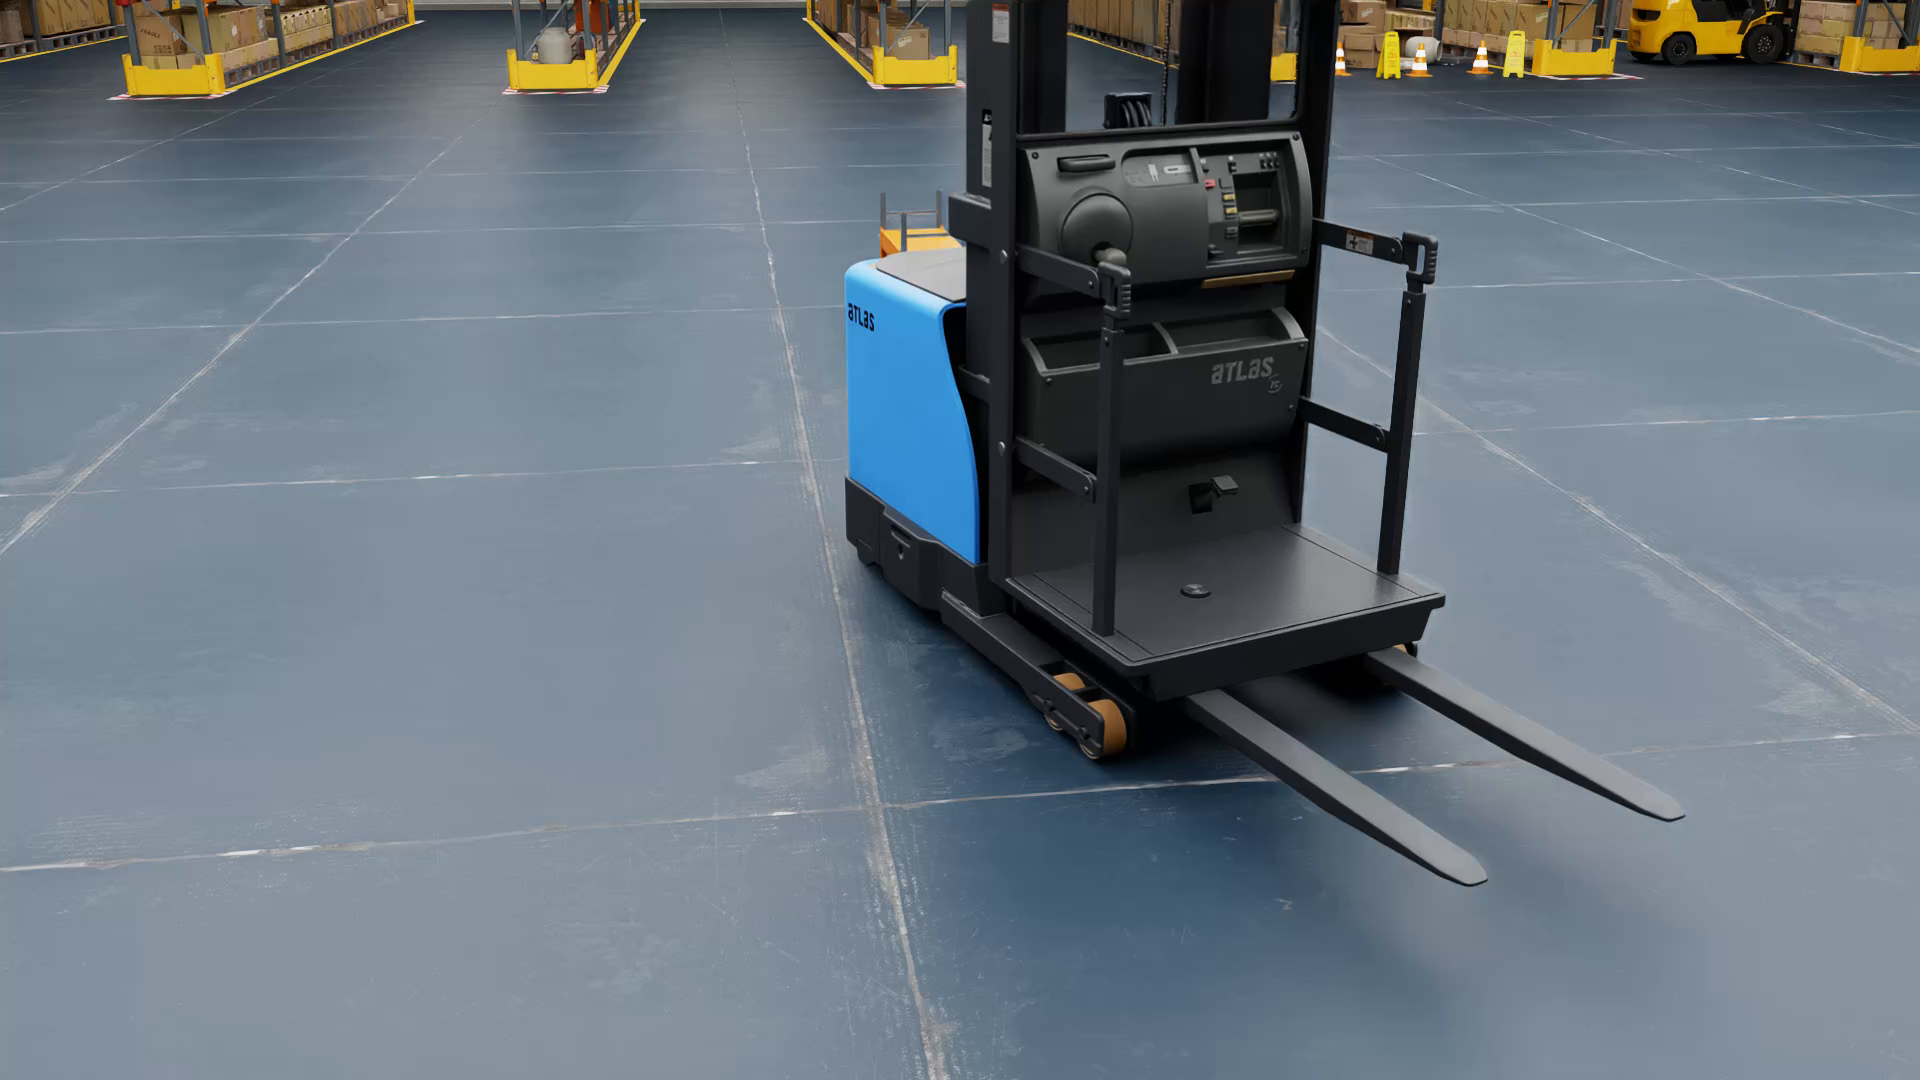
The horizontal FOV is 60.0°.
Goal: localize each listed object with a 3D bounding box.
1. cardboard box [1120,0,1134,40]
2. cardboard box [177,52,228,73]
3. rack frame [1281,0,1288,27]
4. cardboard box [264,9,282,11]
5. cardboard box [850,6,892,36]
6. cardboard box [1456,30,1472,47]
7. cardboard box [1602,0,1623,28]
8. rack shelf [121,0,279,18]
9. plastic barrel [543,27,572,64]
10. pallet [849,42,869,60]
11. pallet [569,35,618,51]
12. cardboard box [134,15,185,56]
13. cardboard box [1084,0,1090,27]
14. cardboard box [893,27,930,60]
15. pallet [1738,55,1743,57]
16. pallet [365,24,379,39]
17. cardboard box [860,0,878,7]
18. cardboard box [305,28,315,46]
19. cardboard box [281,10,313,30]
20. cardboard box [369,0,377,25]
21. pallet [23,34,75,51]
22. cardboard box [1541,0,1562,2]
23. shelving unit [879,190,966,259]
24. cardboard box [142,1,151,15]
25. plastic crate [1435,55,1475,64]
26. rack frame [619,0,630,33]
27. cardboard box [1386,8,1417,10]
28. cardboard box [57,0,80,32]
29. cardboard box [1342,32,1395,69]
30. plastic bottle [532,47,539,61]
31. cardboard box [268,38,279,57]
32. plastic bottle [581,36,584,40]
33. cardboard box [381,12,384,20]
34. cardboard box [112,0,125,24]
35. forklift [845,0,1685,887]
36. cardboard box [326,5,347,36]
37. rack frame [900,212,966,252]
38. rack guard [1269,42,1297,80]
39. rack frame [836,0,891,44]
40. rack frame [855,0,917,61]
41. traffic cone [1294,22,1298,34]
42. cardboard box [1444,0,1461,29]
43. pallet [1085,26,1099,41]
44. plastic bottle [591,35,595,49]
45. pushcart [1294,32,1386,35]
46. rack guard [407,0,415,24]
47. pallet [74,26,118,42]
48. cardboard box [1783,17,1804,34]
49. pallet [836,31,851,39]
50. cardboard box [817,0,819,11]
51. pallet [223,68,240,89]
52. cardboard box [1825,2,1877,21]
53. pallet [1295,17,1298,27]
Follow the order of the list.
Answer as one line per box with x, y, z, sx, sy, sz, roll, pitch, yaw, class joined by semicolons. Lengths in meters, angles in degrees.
3.407;-9.152;29.049;1.050;0.750;0.750;-3;21;-8;cardboard box
-10.286;-6.472;22.587;0.500;0.250;0.500;-3;21;-8;cardboard box
7.452;-12.519;35.449;1.000;3.000;0.127;-3;21;-8;rack frame
-11.641;-8.753;27.894;0.500;0.311;0.500;-3;21;-9;cardboard box
-1.569;-9.247;29.632;0.700;0.500;0.500;-5;21;-12;cardboard box
8.511;-8.256;27.364;0.500;0.250;0.500;-2;21;-5;cardboard box
13.016;-10.254;32.176;0.875;0.625;0.625;-2;21;-6;cardboard box
-10.717;-7.722;23.632;1.077;0.370;4.000;-3;21;-8;rack shelf
-5.769;-7.044;23.744;0.421;0.512;0.421;0;20;0;plastic barrel
-1.315;-8.213;27.904;1.003;0.211;1.213;-3;21;-8;pallet
-6.606;-8.808;29.498;1.003;0.211;1.213;-3;21;-8;pallet
-10.800;-6.797;22.385;0.500;0.500;0.500;-3;21;-8;cardboard box
2.720;-10.270;32.399;0.500;0.500;0.500;-2;21;-6;cardboard box
-0.698;-7.108;23.931;0.500;0.500;0.500;1;20;2;cardboard box
13.589;-8.417;28.451;1.003;0.211;1.213;-3;21;-8;pallet
-12.004;-9.935;32.515;1.003;0.211;1.213;-3;21;-8;pallet
-1.565;-9.607;29.524;0.500;0.250;0.500;-1;20;-2;cardboard box
-11.040;-8.345;27.601;0.500;0.250;0.500;-3;21;-7;cardboard box
-11.041;-8.611;27.511;0.500;0.311;0.500;-2;21;-6;cardboard box
-11.803;-10.400;32.718;0.500;0.500;0.500;-3;21;-8;cardboard box
-16.522;-8.856;29.625;1.003;0.211;1.213;-3;21;-8;pallet
9.191;-8.281;26.358;0.500;0.500;0.500;-3;21;-7;cardboard box
-0.140;-0.689;6.346;0.258;1.200;0.503;-4;21;-11;shelving unit
-17.291;-11.096;34.610;0.700;0.500;0.500;-4;21;-10;cardboard box
8.020;-7.797;26.977;0.402;0.080;0.583;-11;23;-26;plastic crate
-7.256;-11.770;33.442;1.000;3.000;0.127;-3;21;-8;rack frame
8.100;-9.904;31.602;0.950;0.372;0.625;-4;21;-11;cardboard box
-16.579;-9.640;30.211;0.750;0.750;0.750;-3;21;-8;cardboard box
6.423;-7.676;26.048;0.637;0.503;0.797;17;27;39;cardboard box
-6.225;-7.124;24.373;0.097;0.201;0.097;0;20;0;plastic bottle
-10.722;-7.510;25.367;0.500;0.250;0.500;-3;21;-8;cardboard box
-5.748;-7.533;25.351;0.061;0.283;0.133;-3;21;-8;plastic bottle
-12.139;-10.855;34.414;0.380;0.166;0.250;-3;21;-8;cardboard box
-17.066;-10.560;33.175;0.700;0.500;0.500;-3;21;-7;cardboard box
0.706;-0.944;4.555;1.130;2.935;3.031;-10;23;-25;forklift
-11.364;-9.343;29.889;0.500;0.500;0.500;-2;21;-5;cardboard box
-0.092;-0.605;6.122;0.240;1.200;0.015;-4;21;-11;rack frame
4.301;-6.901;23.978;1.175;0.500;0.348;-3;21;-8;rack guard
-1.778;-10.635;30.402;1.000;3.000;0.127;-3;21;-8;rack frame
-1.202;-9.250;26.694;1.000;3.000;0.127;-3;21;-8;rack frame
6.009;-8.970;29.571;0.336;0.463;0.334;-3;21;-8;traffic cone
8.423;-8.792;27.726;0.500;0.500;0.500;-2;21;-5;cardboard box
3.033;-9.814;32.191;1.003;0.211;1.213;-3;21;-8;pallet
-5.651;-7.578;25.377;0.144;0.351;0.185;-3;21;-8;plastic bottle
6.356;-8.389;28.137;1.648;0.377;0.936;-11;23;-26;pushcart
-12.724;-11.709;36.851;1.175;0.500;0.348;-3;21;-8;rack guard
-16.874;-9.700;31.887;1.003;0.211;1.213;-3;21;-8;pallet
13.556;-8.264;26.670;0.500;0.250;0.500;-3;21;-9;cardboard box
-1.817;-9.605;31.631;1.003;0.211;1.213;-3;21;-8;pallet
-2.760;-12.388;37.534;0.875;0.875;0.875;-3;21;-8;cardboard box
-10.580;-6.323;22.843;1.003;0.211;1.213;-3;21;-8;pallet
13.718;-8.137;25.616;0.500;0.250;0.500;-2;21;-6;cardboard box
7.637;-10.950;35.232;1.003;0.211;1.213;-3;21;-8;pallet
